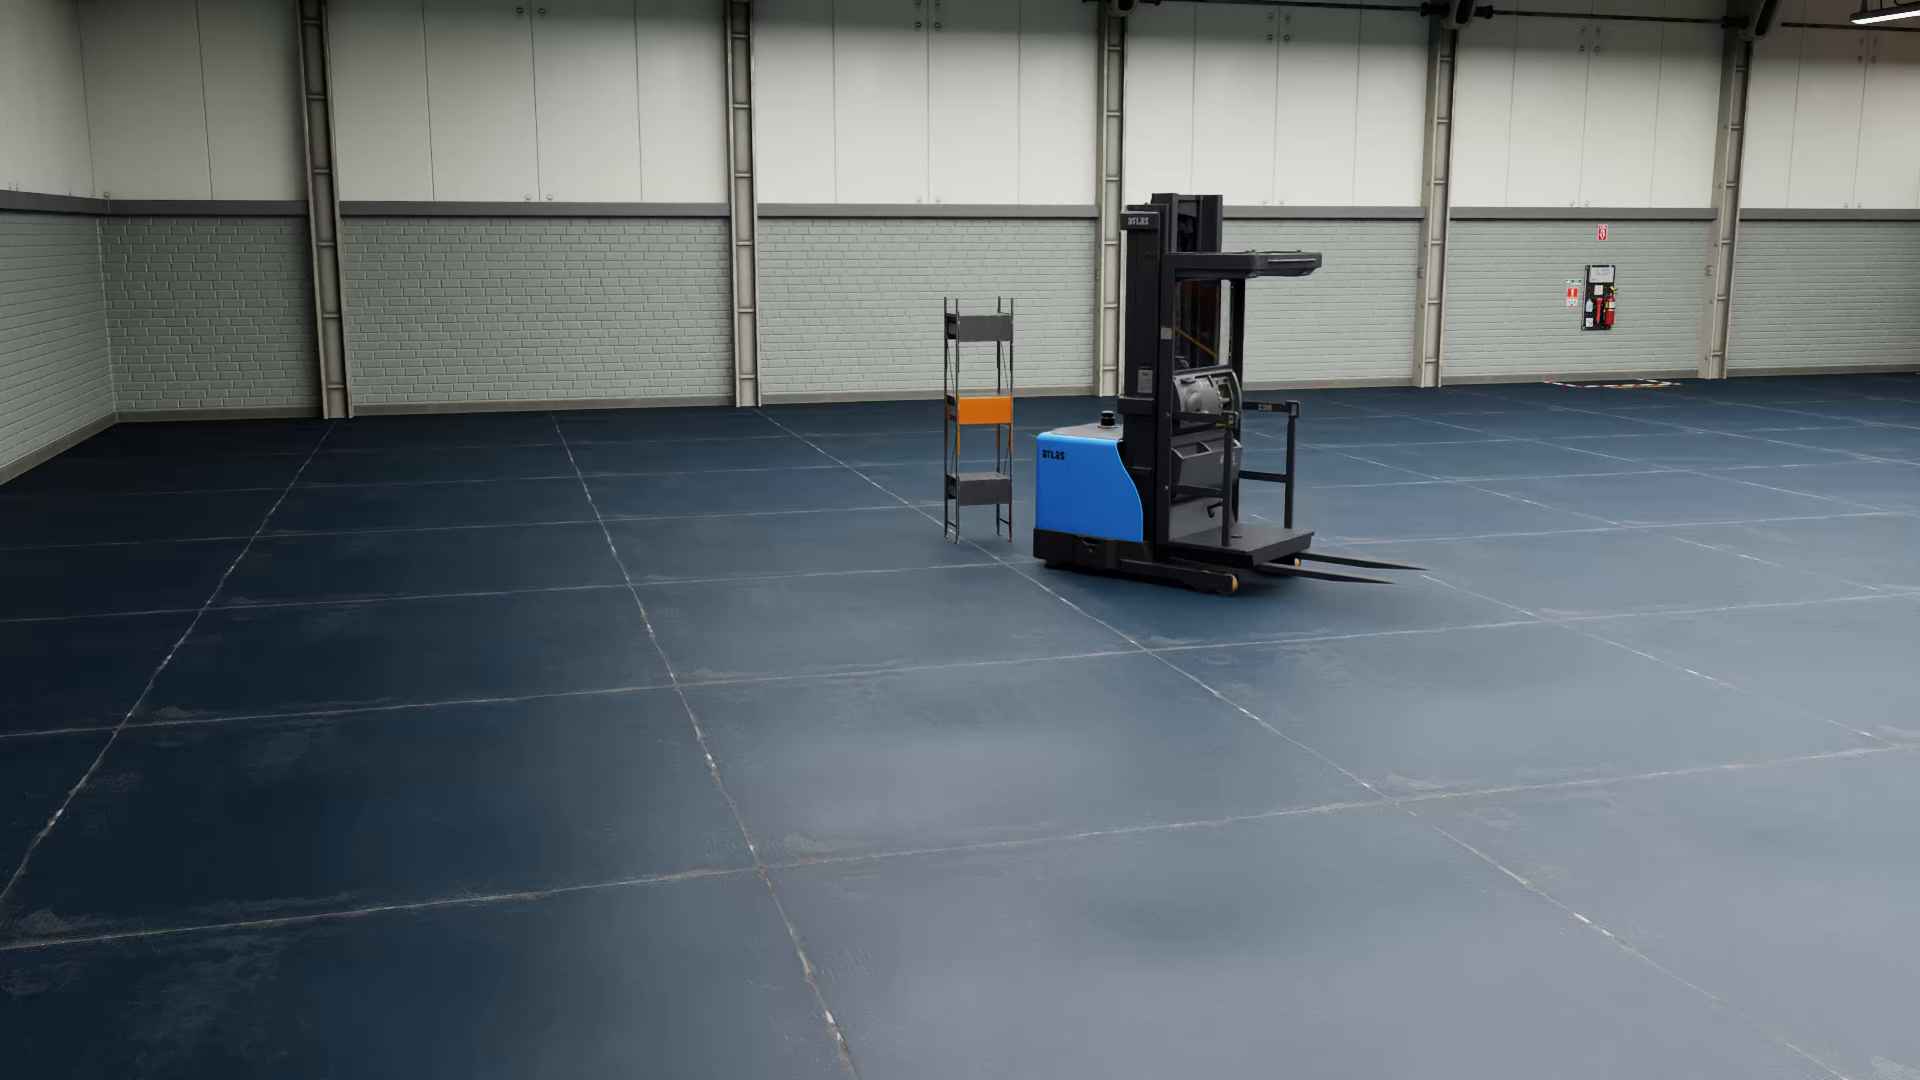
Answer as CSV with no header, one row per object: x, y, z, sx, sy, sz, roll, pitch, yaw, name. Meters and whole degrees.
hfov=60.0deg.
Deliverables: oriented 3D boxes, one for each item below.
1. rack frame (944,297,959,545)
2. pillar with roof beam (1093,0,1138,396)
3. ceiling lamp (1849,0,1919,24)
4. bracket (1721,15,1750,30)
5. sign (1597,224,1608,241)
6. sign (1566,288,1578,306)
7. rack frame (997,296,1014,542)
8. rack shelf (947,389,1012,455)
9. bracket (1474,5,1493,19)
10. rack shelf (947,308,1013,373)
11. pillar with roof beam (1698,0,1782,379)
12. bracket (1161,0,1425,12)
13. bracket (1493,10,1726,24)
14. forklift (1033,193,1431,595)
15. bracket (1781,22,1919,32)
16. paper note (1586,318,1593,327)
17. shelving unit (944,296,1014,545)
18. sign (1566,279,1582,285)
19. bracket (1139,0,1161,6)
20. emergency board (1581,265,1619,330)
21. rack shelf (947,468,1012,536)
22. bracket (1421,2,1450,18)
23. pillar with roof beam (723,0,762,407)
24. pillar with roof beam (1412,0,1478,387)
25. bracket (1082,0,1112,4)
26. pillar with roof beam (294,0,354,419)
-0.075,-1.029,14.335,0.015,2.100,0.400,-3,11,-16,rack frame
3.645,-6.081,22.726,0.548,9.000,9.100,-3,11,-16,pillar with roof beam
13.933,-9.371,24.471,0.800,3.185,2.000,-3,11,-16,ceiling lamp
13.664,-9.125,29.314,0.430,0.232,0.235,-3,11,-16,bracket
11.544,-5.525,29.871,0.199,0.298,0.001,-3,11,-16,sign
11.020,-4.376,29.932,0.234,0.329,0.001,-3,11,-16,sign
0.393,-1.053,14.469,0.015,2.100,0.400,-3,11,-16,rack frame
0.159,-1.028,14.404,0.480,0.518,0.431,-3,11,-16,rack shelf
8.700,-8.863,27.893,0.430,0.232,0.235,-3,11,-16,bracket
0.159,-1.716,14.278,0.480,0.518,0.431,-3,11,-16,rack shelf
15.167,-6.689,26.024,0.548,9.000,9.100,-3,11,-16,pillar with roof beam
5.413,-8.690,26.952,4.783,0.066,0.076,-3,11,-16,bracket
11.174,-8.993,28.601,4.783,0.066,0.076,-3,11,-16,bracket
2.063,-1.139,12.637,3.031,2.935,1.130,8,13,37,forklift
16.935,-9.297,30.251,4.783,0.066,0.076,-3,11,-16,bracket
11.391,-3.938,30.086,0.142,0.148,0.016,-3,11,-16,paper note
0.159,-1.041,14.402,0.503,2.100,0.431,-3,11,-16,shelving unit
11.027,-4.635,29.877,0.331,0.109,0.001,-3,11,-16,sign
2.939,-8.559,26.244,0.430,0.232,0.235,-3,11,-16,bracket
11.580,-4.368,29.989,0.643,1.169,0.194,-3,11,-16,emergency board
0.159,-0.339,14.531,0.480,0.518,0.431,-3,11,-16,rack shelf
7.903,-8.821,27.665,0.430,0.232,0.235,-3,11,-16,bracket
-2.116,-5.778,21.077,0.548,9.000,9.100,-3,11,-16,pillar with roof beam
9.406,-6.385,24.375,0.548,9.000,9.100,-3,11,-16,pillar with roof beam
2.142,-8.517,26.016,0.430,0.232,0.235,-3,11,-16,bracket
-7.877,-5.474,19.427,0.400,9.000,9.100,-3,11,-16,pillar with roof beam
